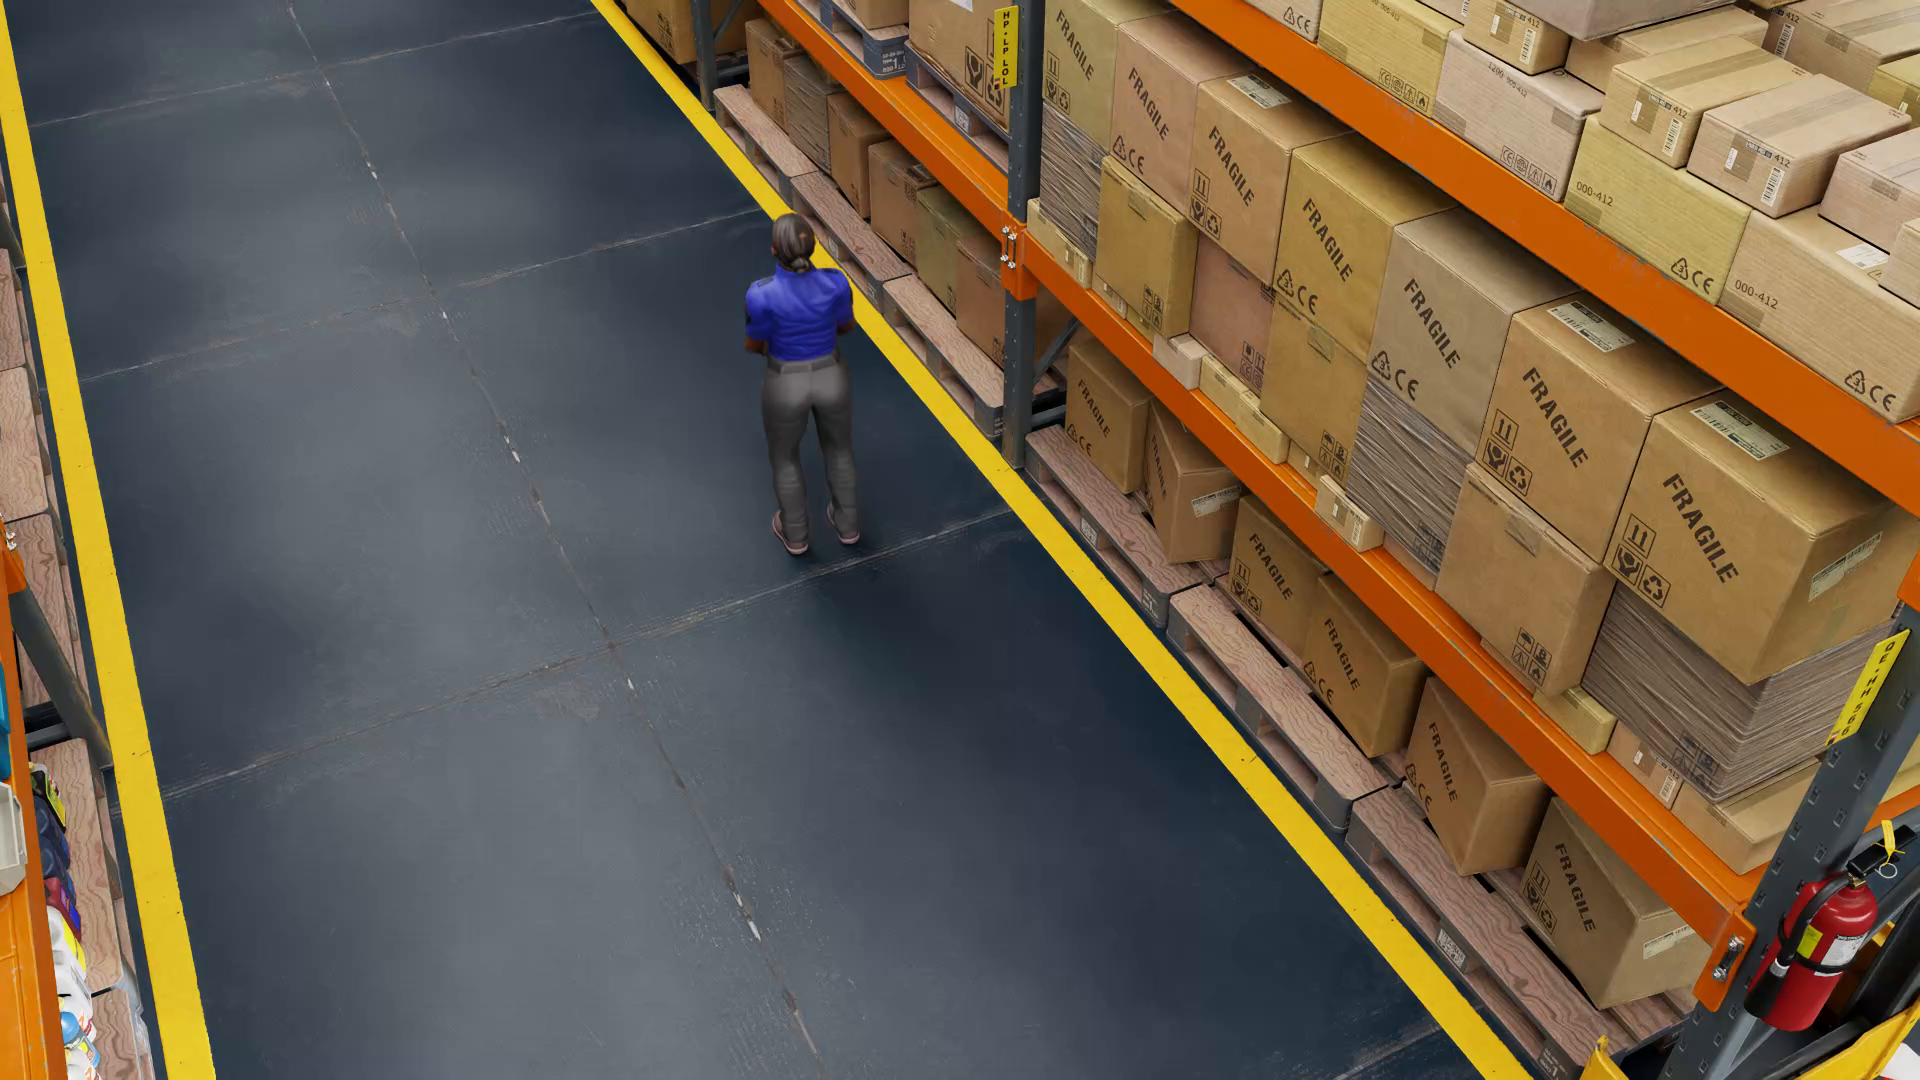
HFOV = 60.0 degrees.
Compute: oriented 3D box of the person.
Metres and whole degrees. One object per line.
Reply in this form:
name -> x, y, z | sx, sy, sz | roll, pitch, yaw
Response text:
person -> -0.667, -0.691, 6.944 | 0.460, 1.653, 0.500 | -12, 43, -13
